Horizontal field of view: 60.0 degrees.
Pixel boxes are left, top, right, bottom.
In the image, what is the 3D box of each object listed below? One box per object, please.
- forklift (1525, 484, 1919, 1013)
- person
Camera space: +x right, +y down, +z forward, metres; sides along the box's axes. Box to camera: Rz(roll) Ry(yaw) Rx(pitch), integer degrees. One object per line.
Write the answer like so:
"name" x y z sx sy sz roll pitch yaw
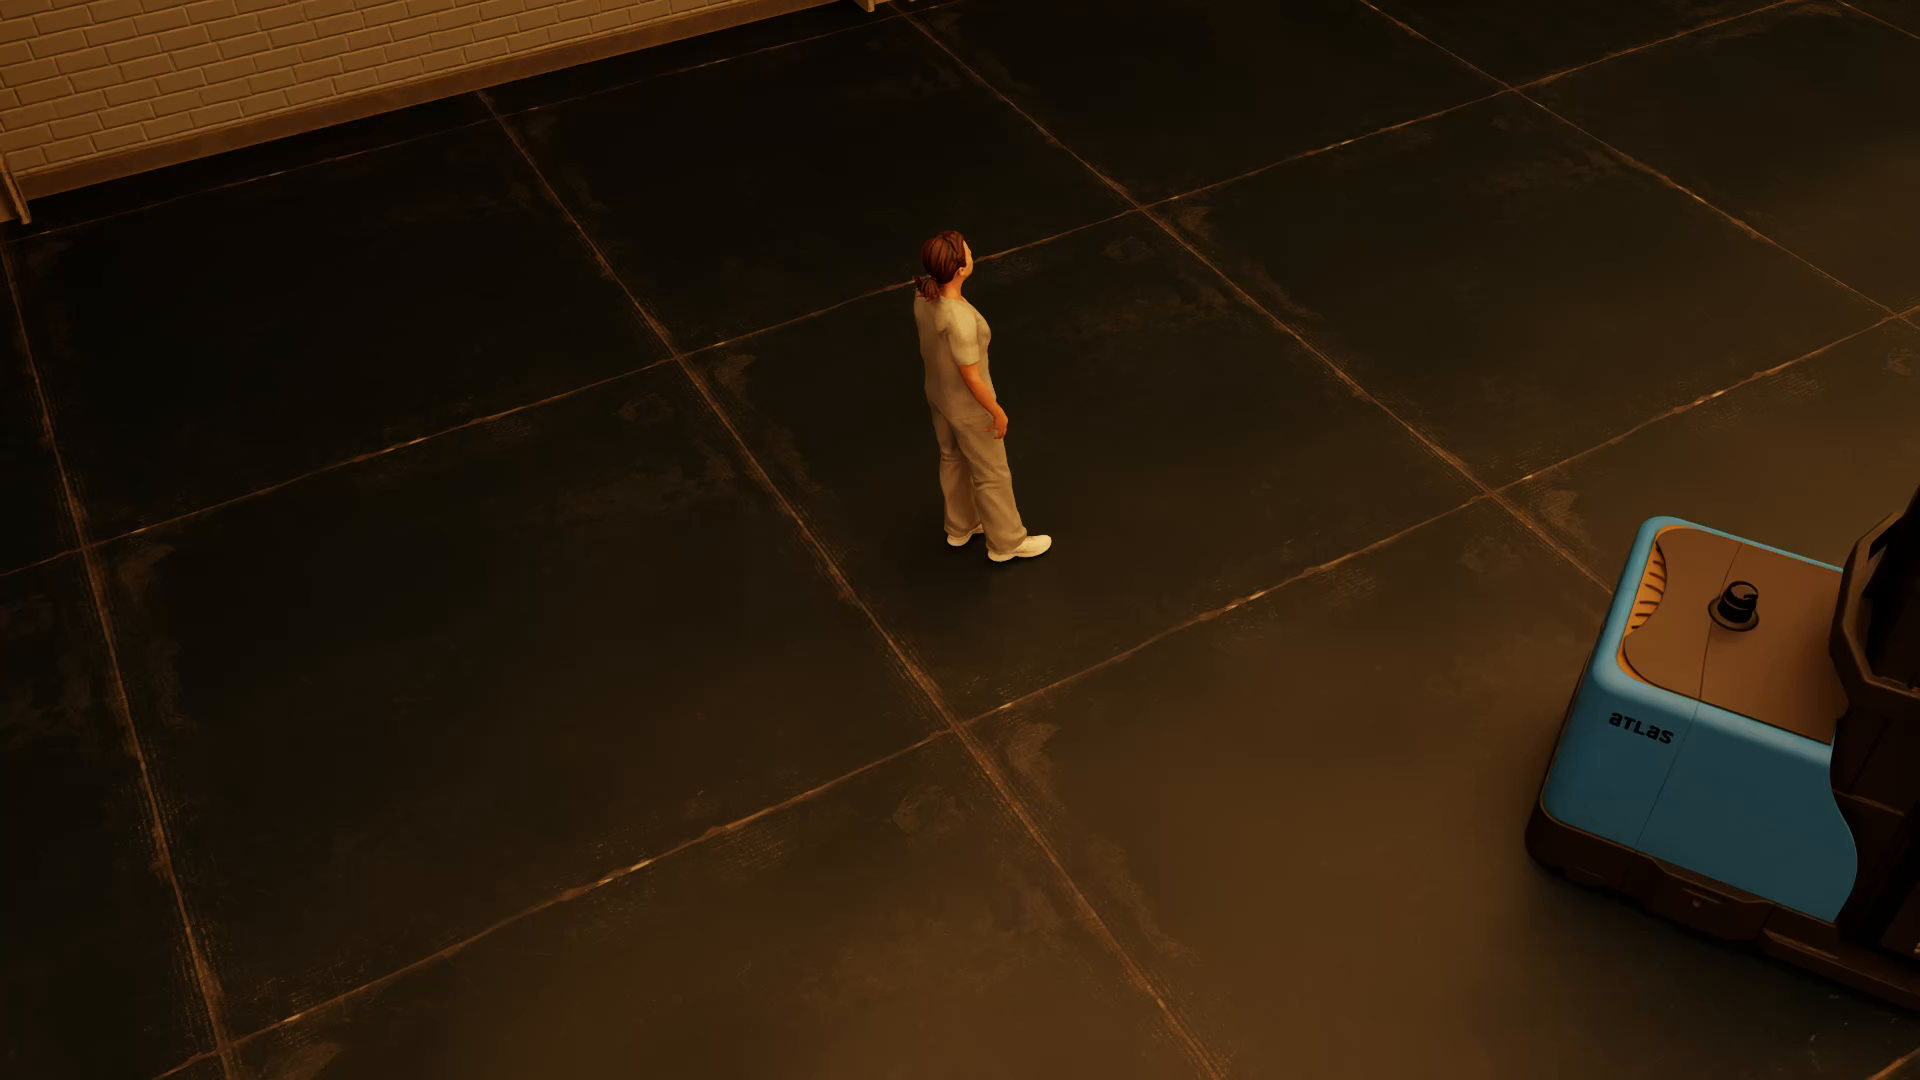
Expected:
"forklift" 3.748 0.357 5.313 3.031 2.935 1.130 20 46 20
"person" 0.071 -0.637 7.297 0.548 1.673 0.549 -21 47 -21
